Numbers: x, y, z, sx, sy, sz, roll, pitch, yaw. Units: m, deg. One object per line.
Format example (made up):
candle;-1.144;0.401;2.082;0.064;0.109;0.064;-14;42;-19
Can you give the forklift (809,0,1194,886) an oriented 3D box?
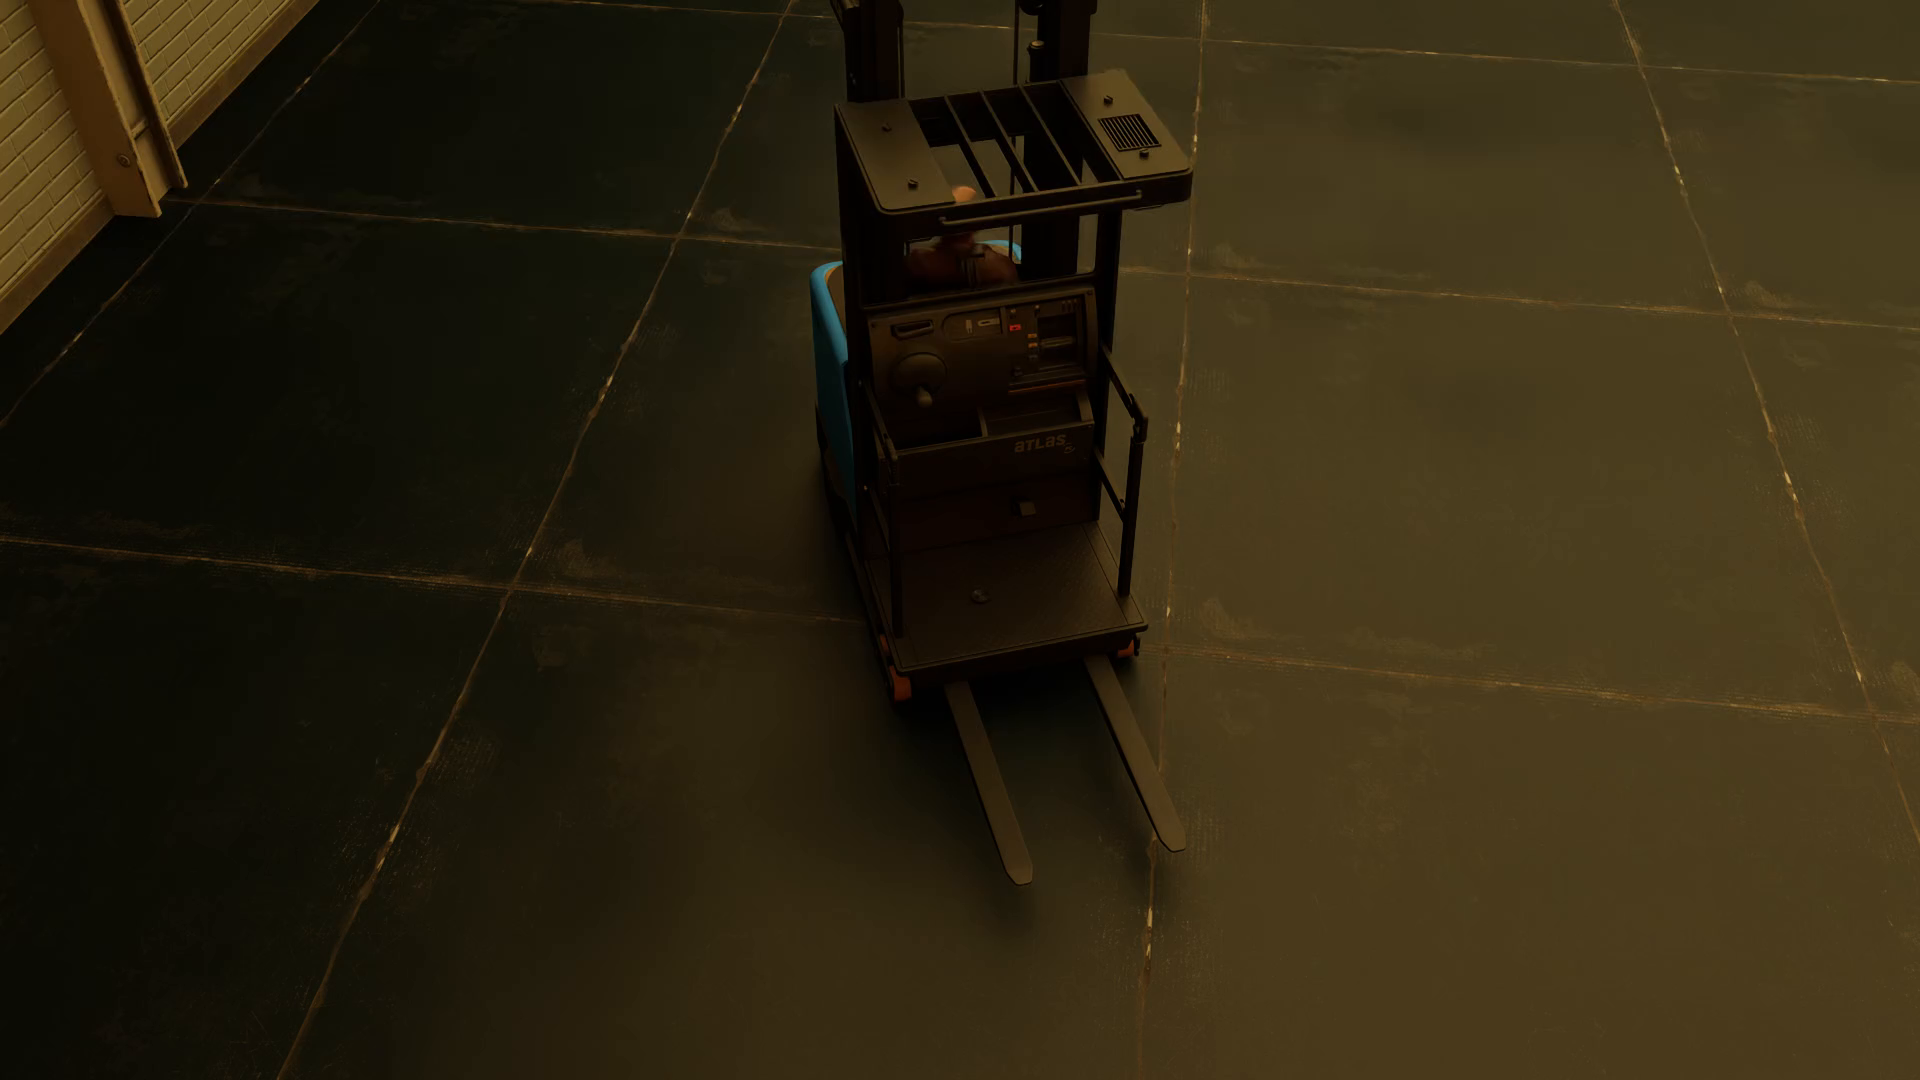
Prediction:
forklift;0.153;-0.681;6.465;1.130;2.935;3.031;-10;44;-11

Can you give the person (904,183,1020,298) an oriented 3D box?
person;0.006;-0.788;7.142;0.548;1.709;0.334;5;43;6
